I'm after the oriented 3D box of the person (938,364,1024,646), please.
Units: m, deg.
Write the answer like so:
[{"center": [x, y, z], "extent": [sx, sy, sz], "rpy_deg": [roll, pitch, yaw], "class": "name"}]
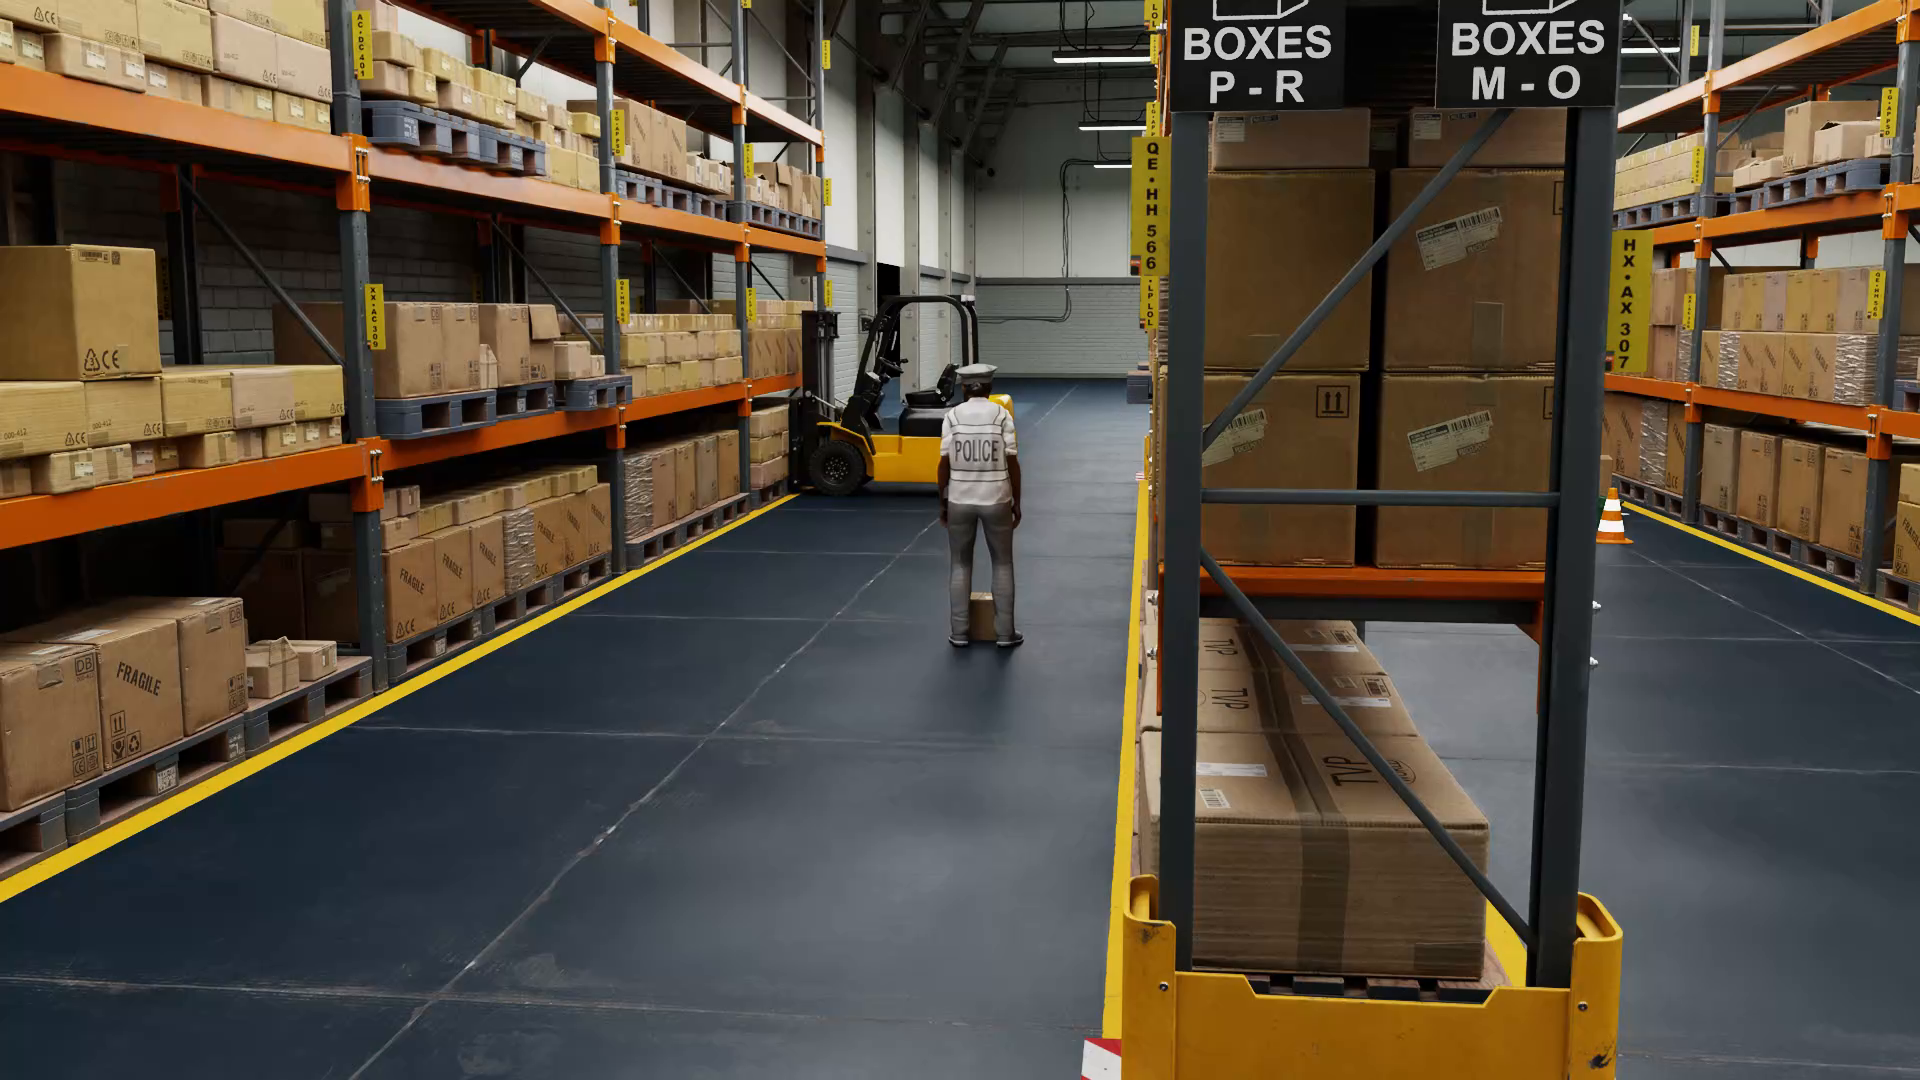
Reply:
[{"center": [0.122, -0.200, 9.790], "extent": [0.505, 1.657, 0.394], "rpy_deg": [1, 8, 5], "class": "person"}]
